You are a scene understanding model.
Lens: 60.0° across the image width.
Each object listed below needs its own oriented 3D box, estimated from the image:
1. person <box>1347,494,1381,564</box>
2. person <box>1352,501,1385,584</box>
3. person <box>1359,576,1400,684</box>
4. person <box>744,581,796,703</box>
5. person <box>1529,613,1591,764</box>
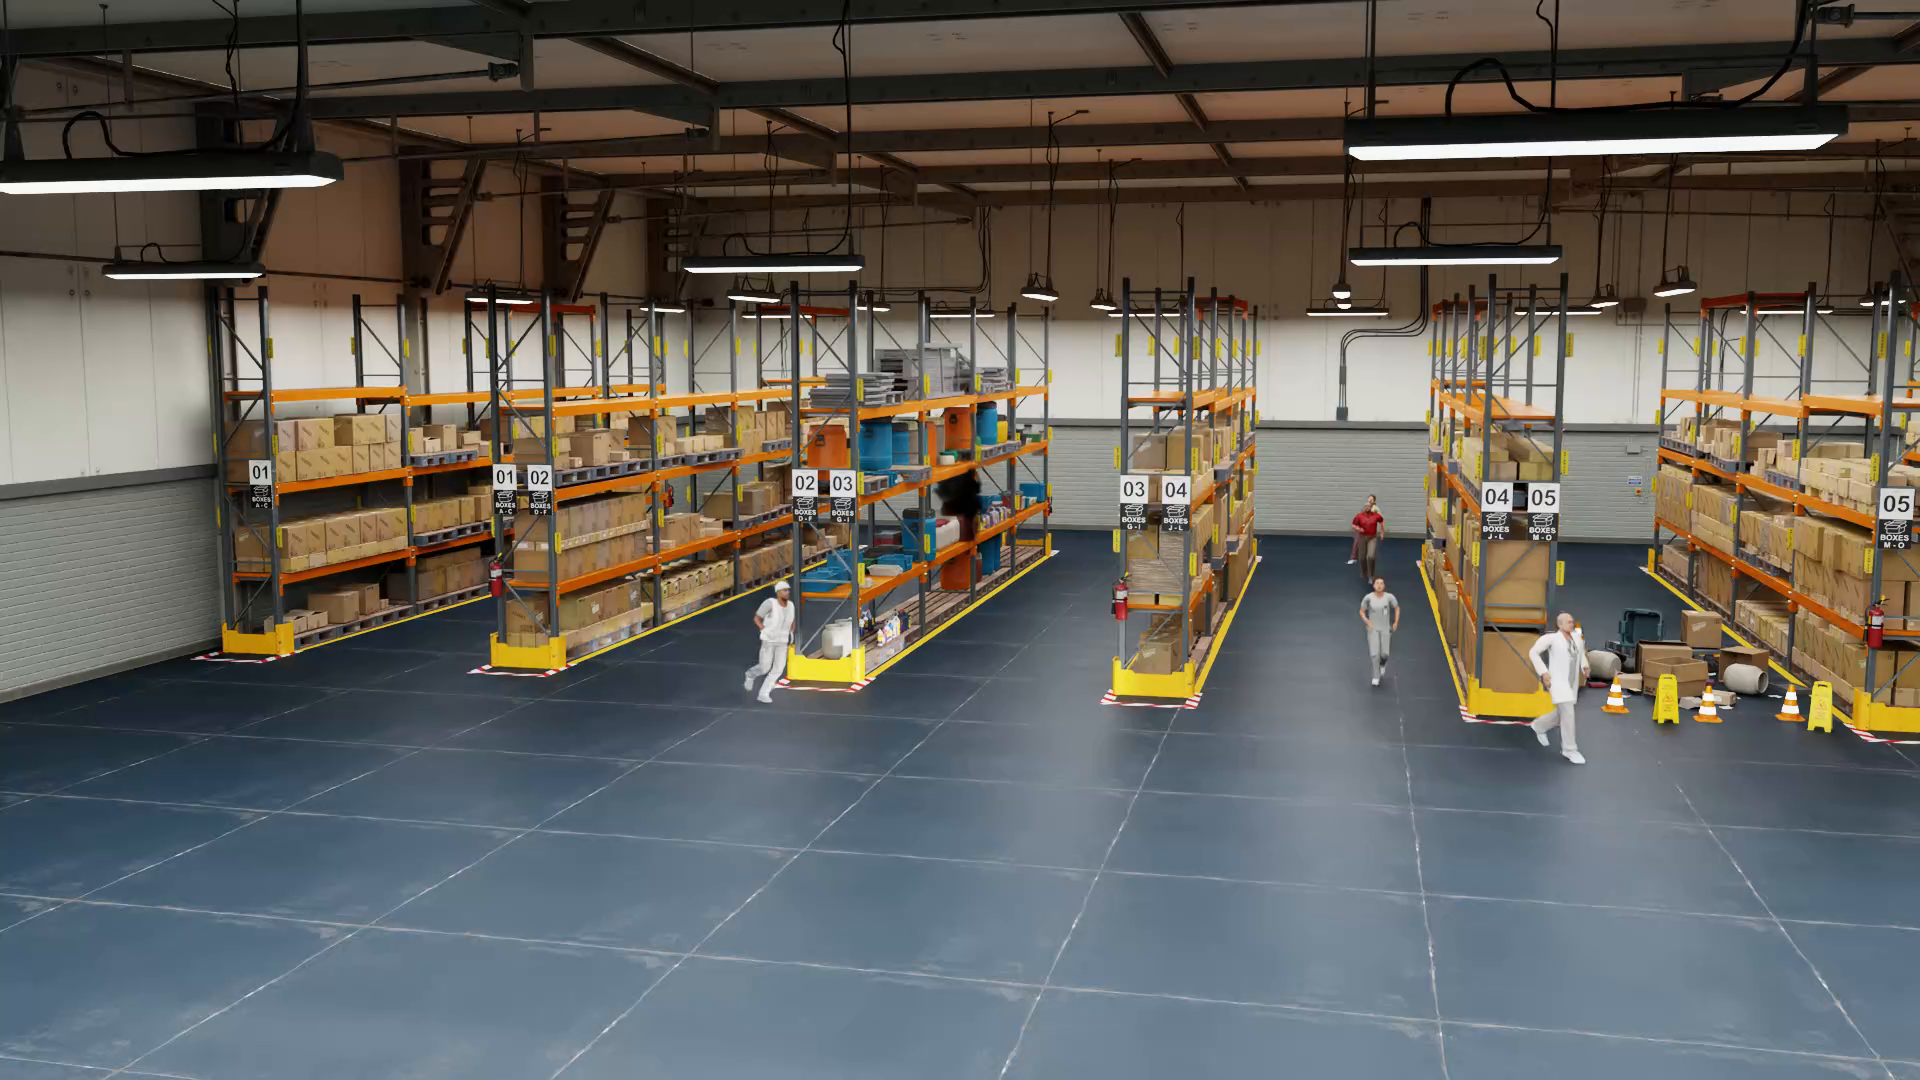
[{"bbox_3d":[9.526,-0.256,38.710,0.623,1.635,0.890,6,9,44],"label":"person"},{"bbox_3d":[8.739,0.070,35.718,0.647,1.816,0.789,2,7,17],"label":"person"},{"bbox_3d":[6.281,1.343,24.913,0.596,1.630,0.588,1,7,10],"label":"person"},{"bbox_3d":[-2.671,1.430,23.880,0.725,1.698,0.704,-5,8,-35],"label":"person"},{"bbox_3d":[7.398,1.778,20.498,0.717,1.789,0.983,-3,7,-26],"label":"person"}]
